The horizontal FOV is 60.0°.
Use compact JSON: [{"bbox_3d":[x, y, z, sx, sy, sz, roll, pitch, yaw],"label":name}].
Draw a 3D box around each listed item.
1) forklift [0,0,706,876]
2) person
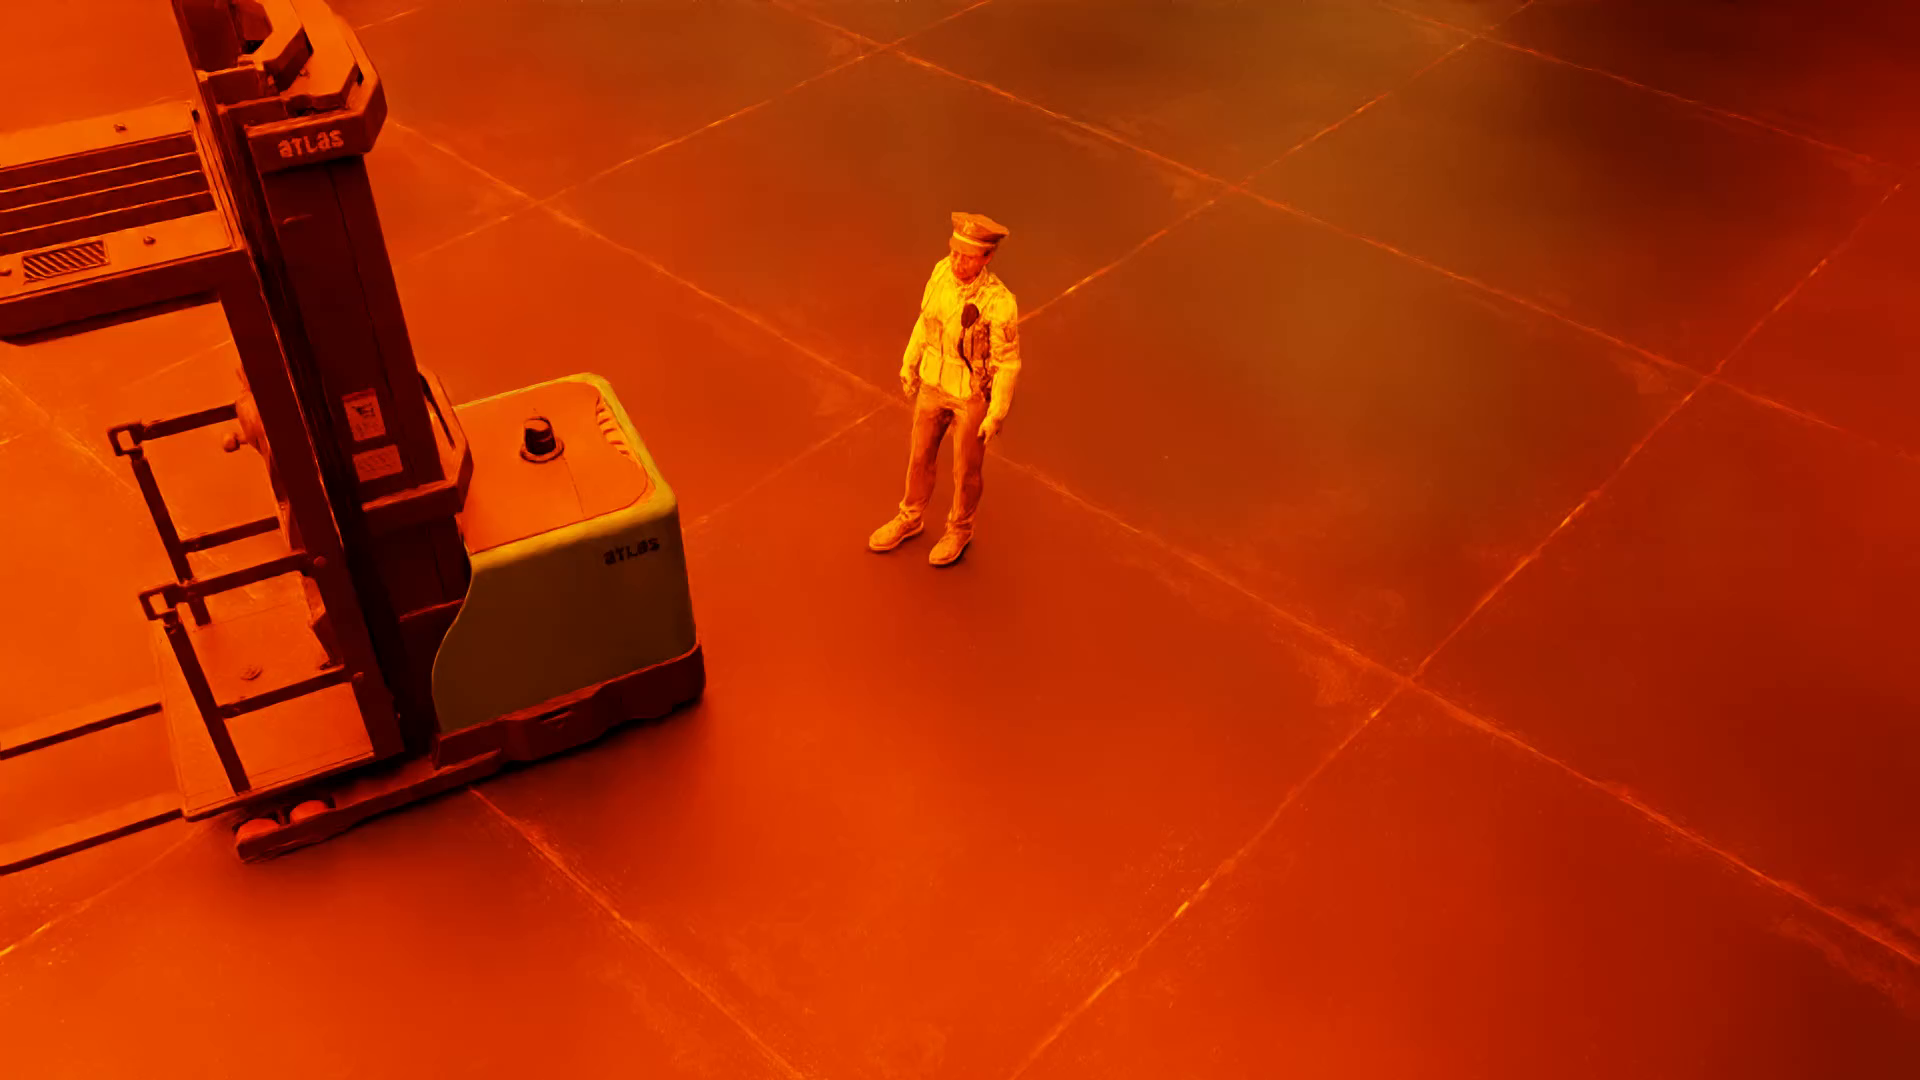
[{"bbox_3d":[-2.604,-0.297,5.775,3.031,2.935,1.130,-18,44,-20],"label":"forklift"},{"bbox_3d":[-0.051,-0.619,7.088,0.586,1.695,0.533,31,49,31],"label":"person"}]
